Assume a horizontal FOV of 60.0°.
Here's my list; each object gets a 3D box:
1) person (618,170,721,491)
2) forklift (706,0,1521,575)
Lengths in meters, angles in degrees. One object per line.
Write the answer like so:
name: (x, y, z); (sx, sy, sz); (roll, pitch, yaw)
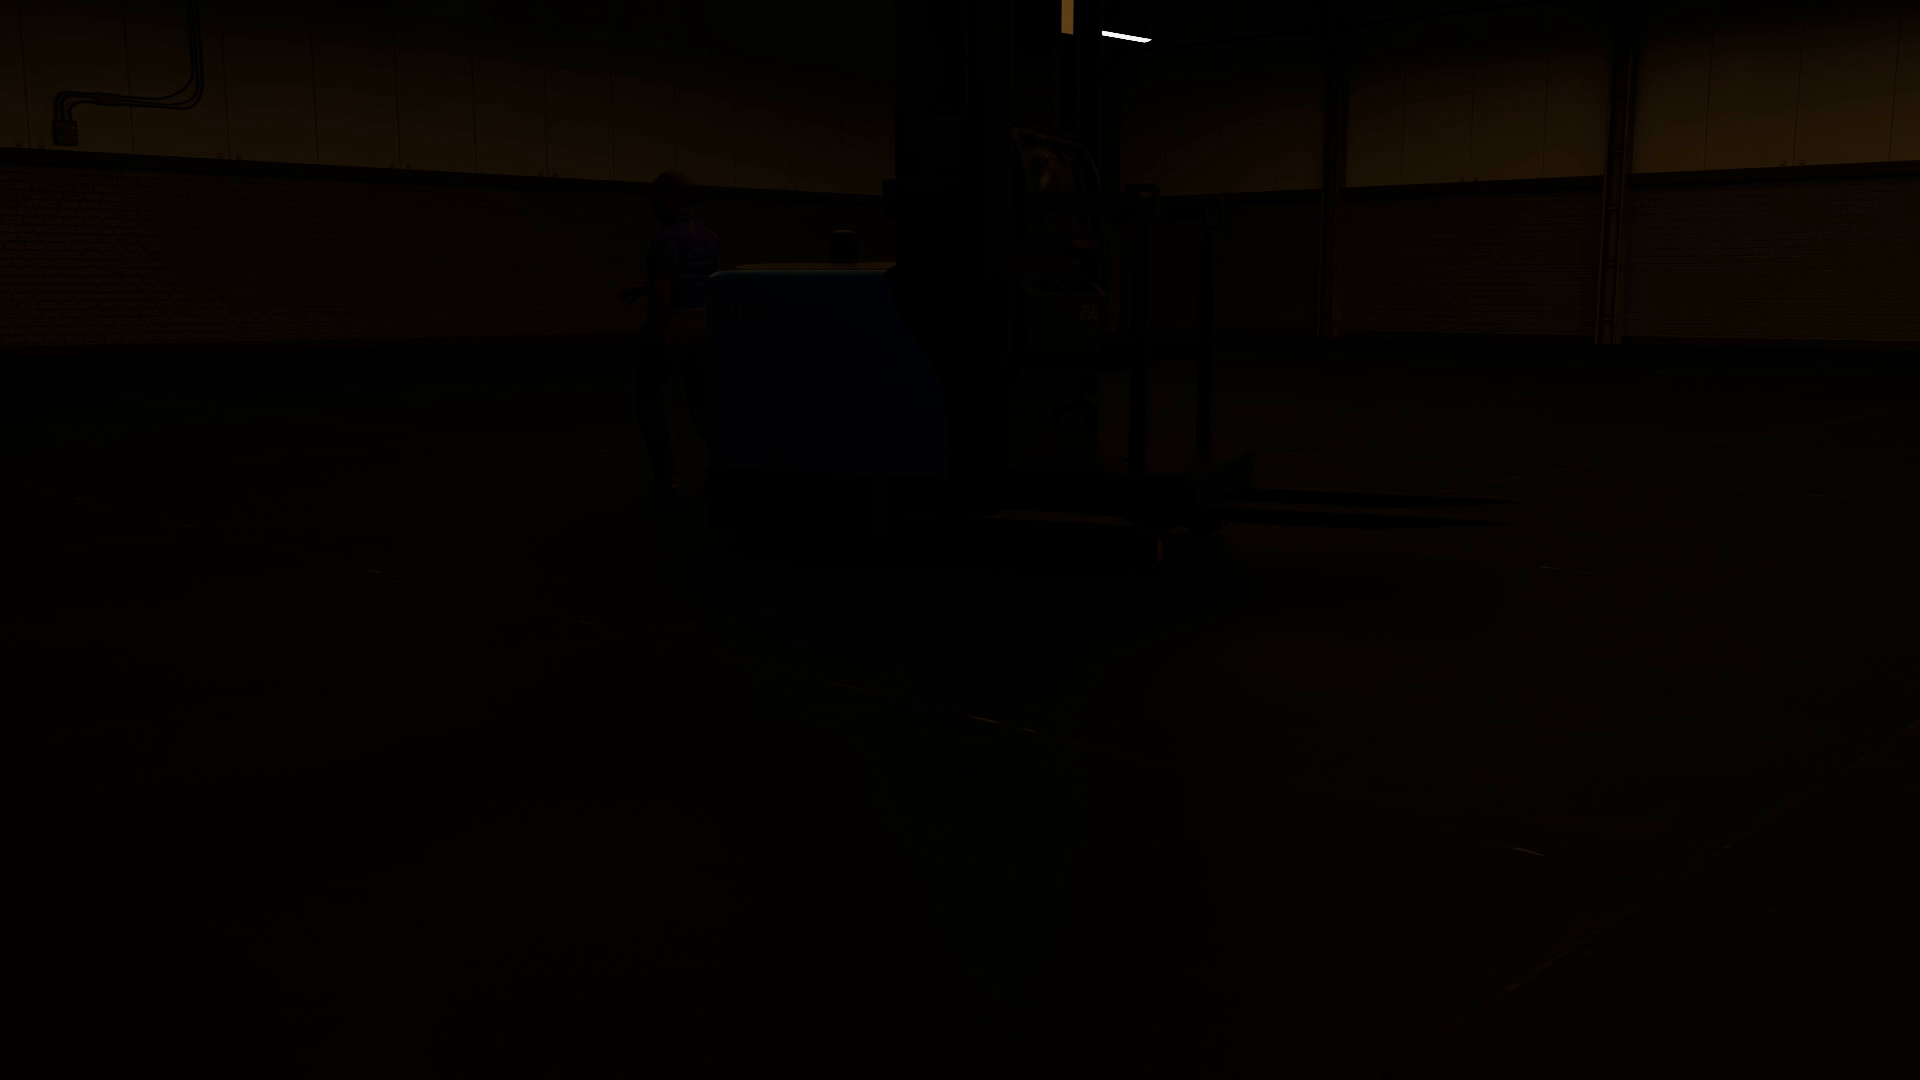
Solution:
person: (-1.371, -0.990, 8.075); (0.503, 1.577, 0.783); (-6, 11, -36)
forklift: (0.565, -1.416, 6.275); (3.031, 2.935, 1.130); (3, 9, 22)
